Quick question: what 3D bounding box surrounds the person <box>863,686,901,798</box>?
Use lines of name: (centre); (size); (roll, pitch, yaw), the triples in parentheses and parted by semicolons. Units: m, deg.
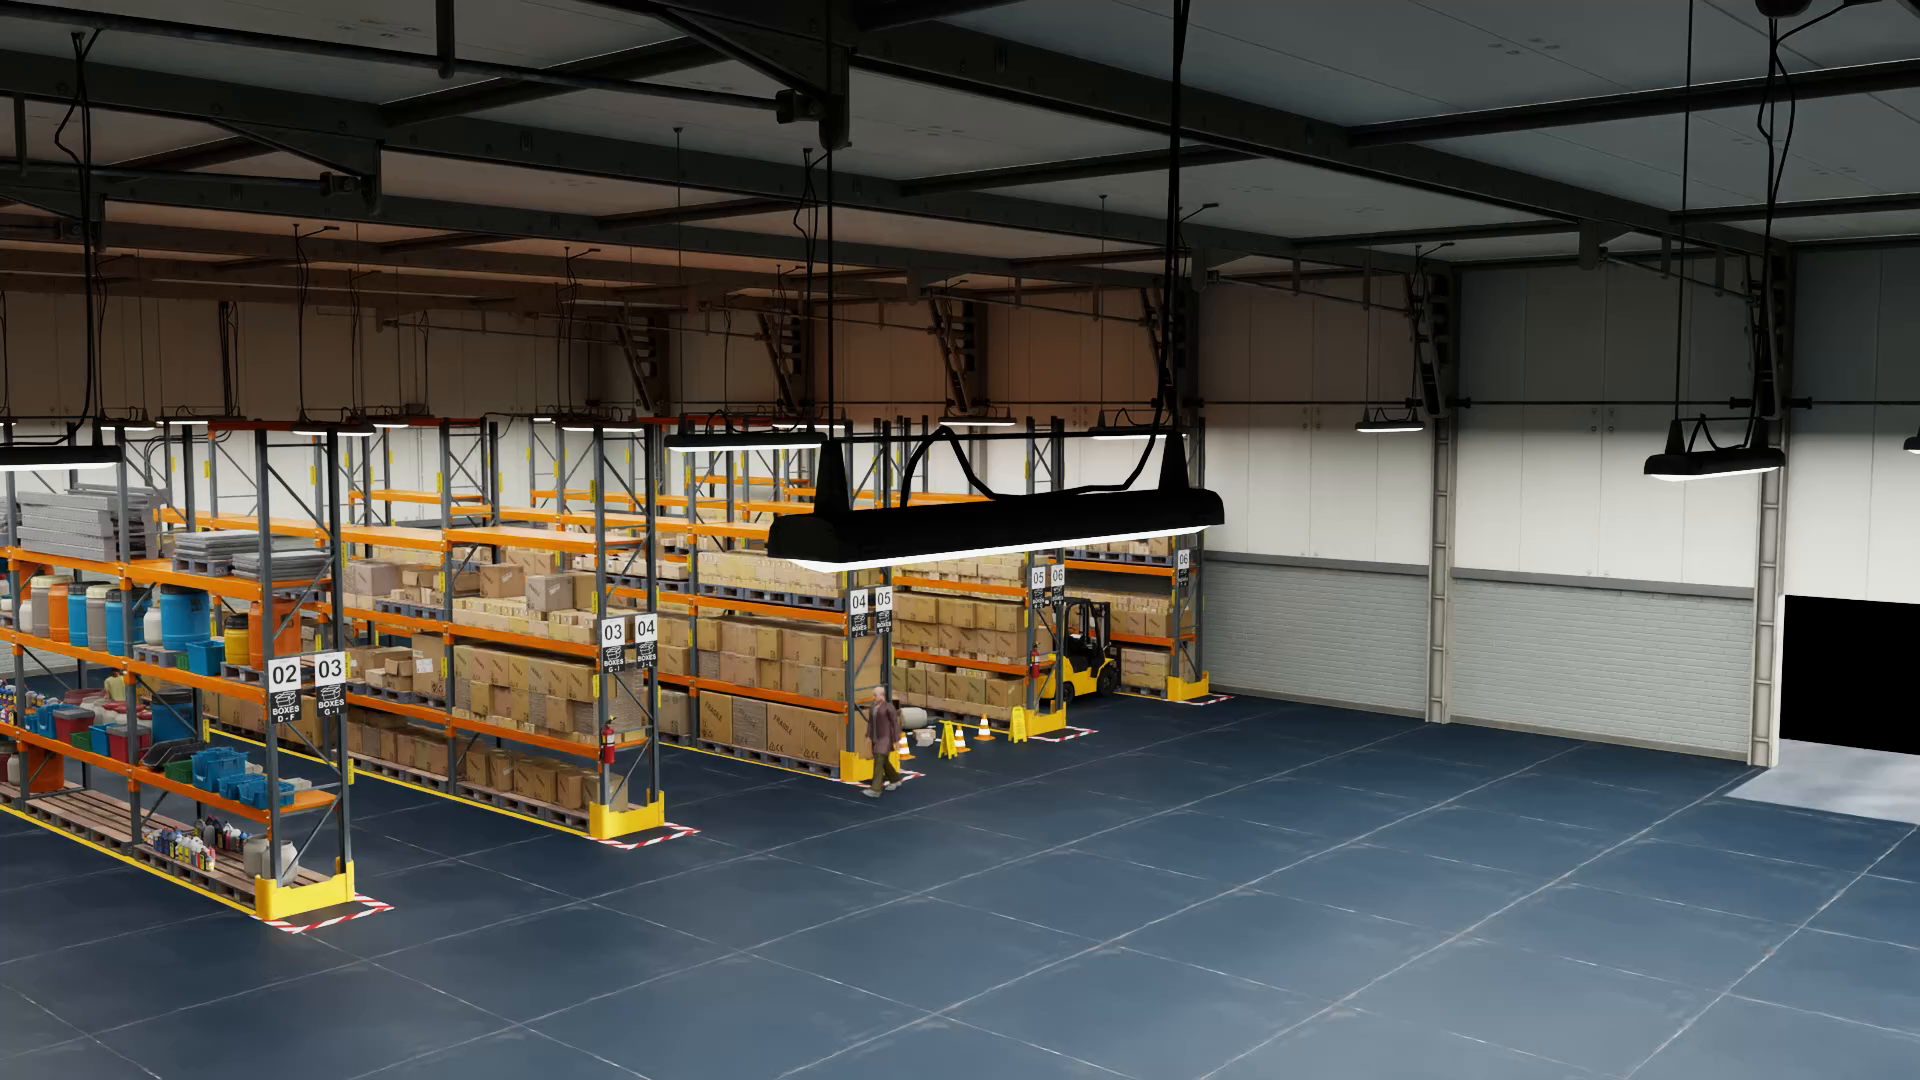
person: (-1.286, 3.239, 26.878); (0.955, 1.753, 0.614); (-3, 6, -34)

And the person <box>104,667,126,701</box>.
person: (-15.074, 3.011, 29.861); (0.512, 1.651, 0.469); (-3, 6, -31)
